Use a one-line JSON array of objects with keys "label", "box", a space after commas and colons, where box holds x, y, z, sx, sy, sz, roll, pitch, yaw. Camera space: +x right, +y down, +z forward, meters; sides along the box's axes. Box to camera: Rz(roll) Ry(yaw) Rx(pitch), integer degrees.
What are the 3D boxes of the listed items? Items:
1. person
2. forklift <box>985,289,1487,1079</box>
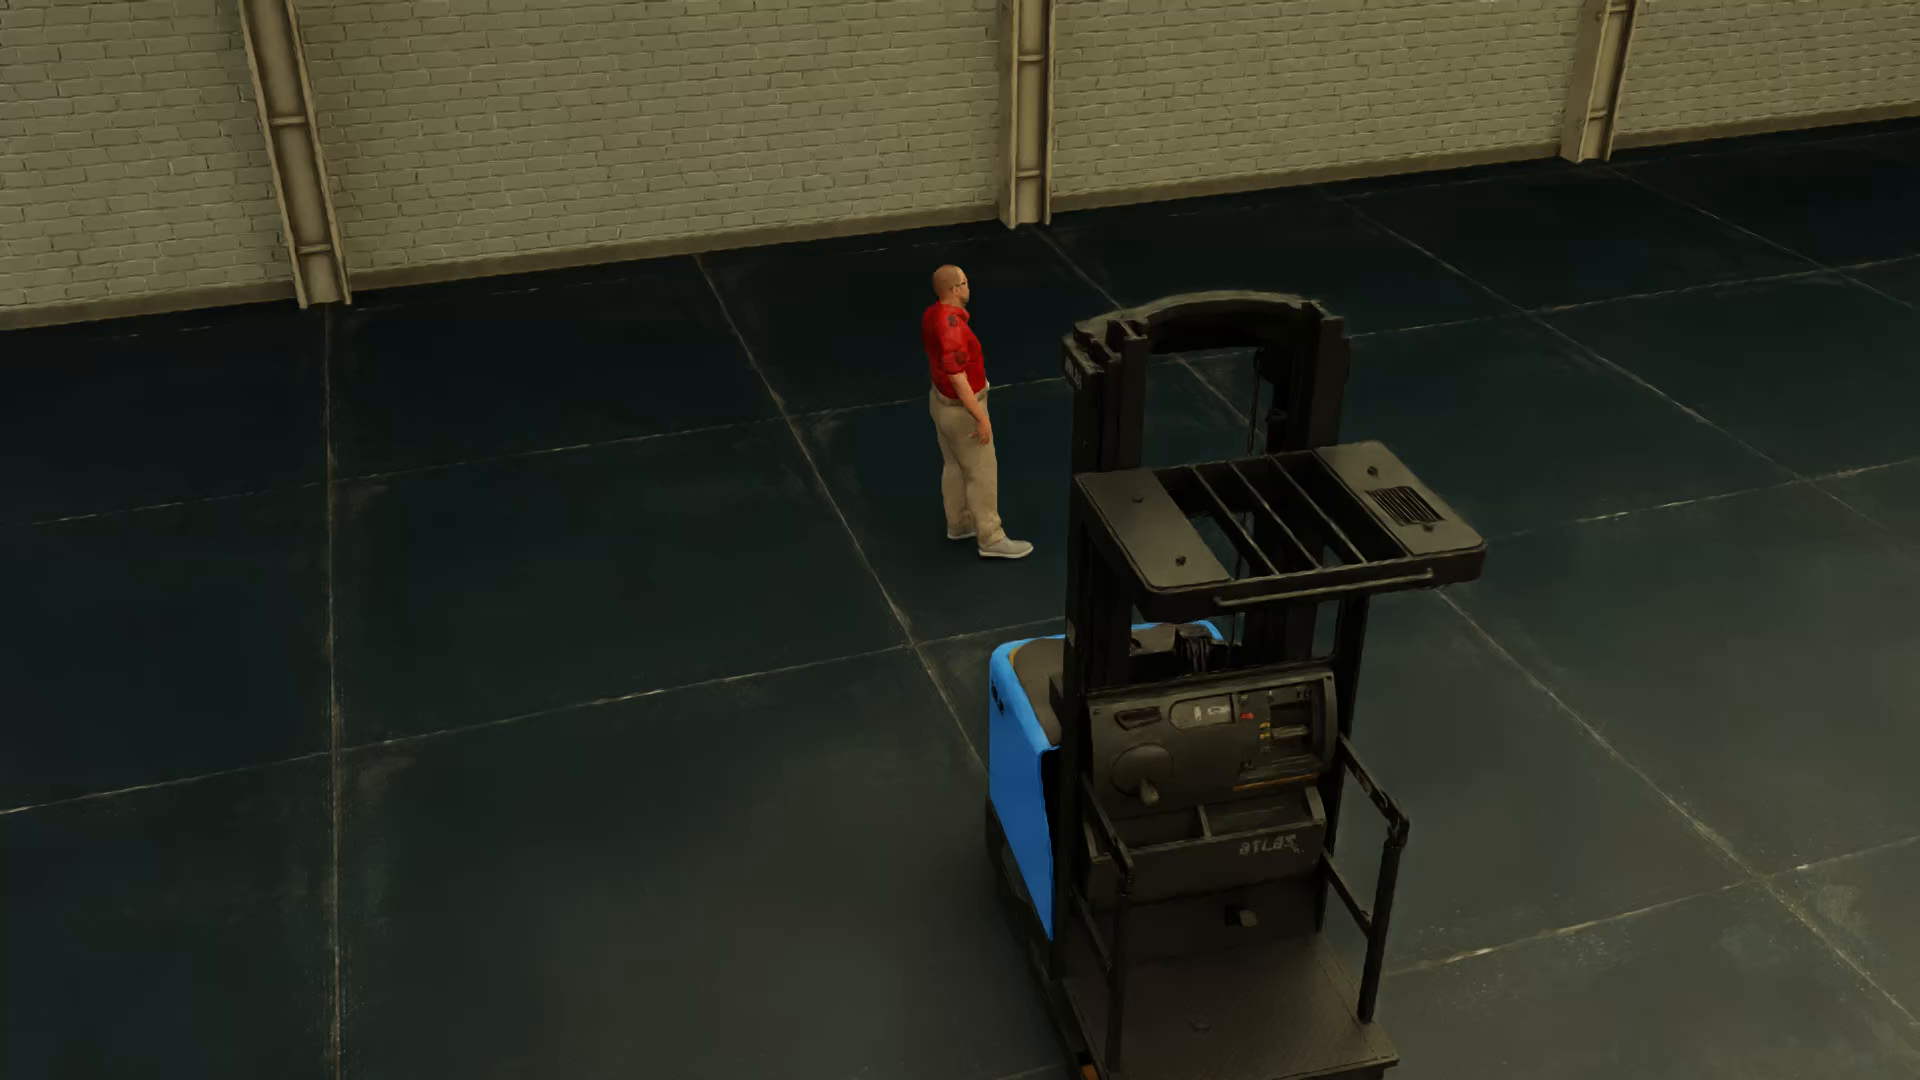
[{"label": "person", "box": [0.089, -0.764, 9.606, 0.550, 1.727, 0.640, -10, 31, -16]}, {"label": "forklift", "box": [0.963, 0.756, 5.773, 1.130, 2.935, 3.031, -7, 31, -12]}]
